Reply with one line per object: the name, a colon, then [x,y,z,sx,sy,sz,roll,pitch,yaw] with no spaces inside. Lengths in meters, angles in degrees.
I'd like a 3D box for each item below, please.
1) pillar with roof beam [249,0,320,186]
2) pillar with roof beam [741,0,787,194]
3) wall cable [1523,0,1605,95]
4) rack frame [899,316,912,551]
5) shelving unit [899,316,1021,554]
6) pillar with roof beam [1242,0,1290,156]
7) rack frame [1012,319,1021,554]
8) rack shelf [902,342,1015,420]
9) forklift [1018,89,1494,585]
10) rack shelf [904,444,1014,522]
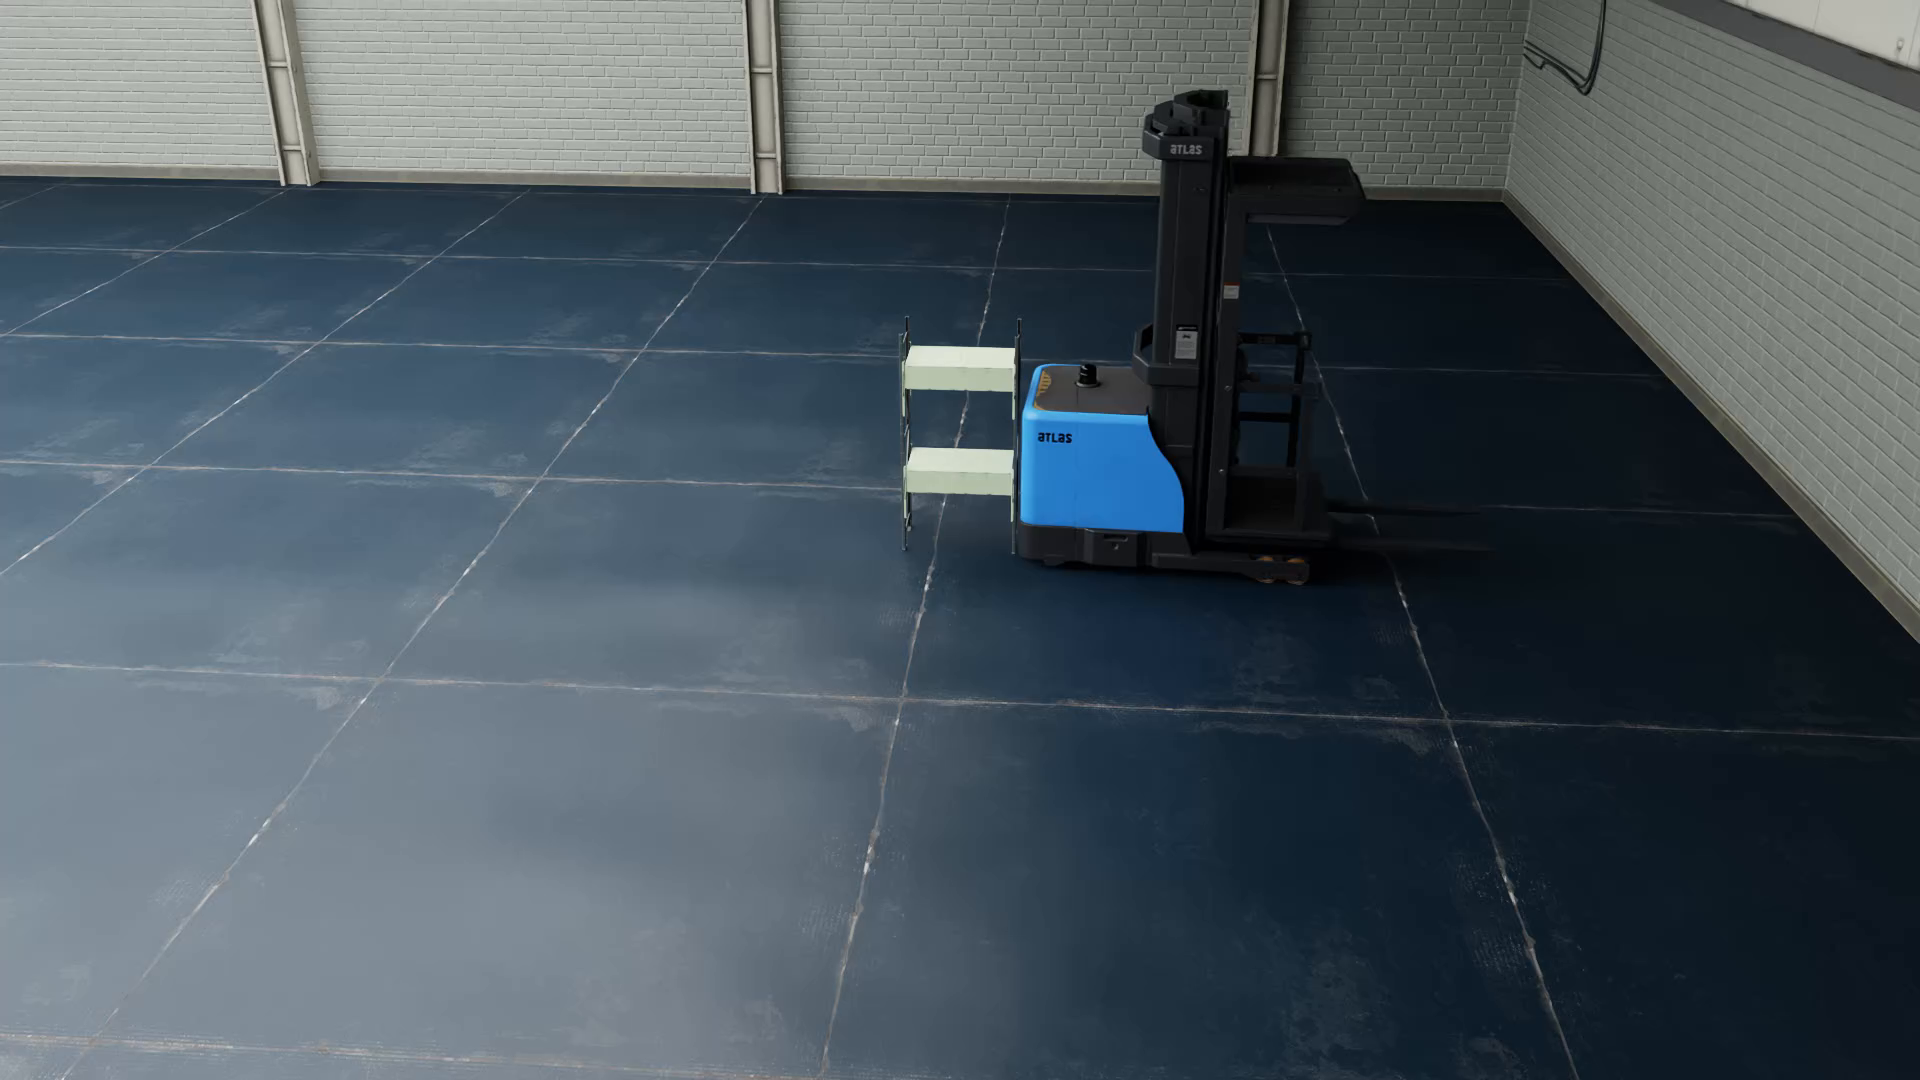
pillar with roof beam: [-8.686,-6.824,15.315,0.400,9.000,9.100,2,25,4]
pillar with roof beam: [-2.704,-6.632,14.898,0.400,9.000,9.100,2,25,4]
wall cable: [6.445,-6.178,17.626,0.112,2.526,3.097,2,25,4]
rack frame: [-0.358,-0.693,10.961,0.023,1.500,0.400,2,25,4]
shelving unit: [0.007,-0.681,10.936,0.755,1.500,0.431,2,25,4]
pillar with roof beam: [3.279,-6.440,14.481,0.400,9.000,9.100,2,25,4]
rack frame: [0.372,-0.669,10.911,0.023,1.500,0.400,2,25,4]
rack shelf: [0.007,-1.036,10.773,0.720,0.370,0.431,2,25,4]
forklift: [1.937,-1.282,10.530,3.031,2.935,1.130,3,25,7]
rack shelf: [0.007,-0.385,11.072,0.720,0.370,0.431,2,25,4]
